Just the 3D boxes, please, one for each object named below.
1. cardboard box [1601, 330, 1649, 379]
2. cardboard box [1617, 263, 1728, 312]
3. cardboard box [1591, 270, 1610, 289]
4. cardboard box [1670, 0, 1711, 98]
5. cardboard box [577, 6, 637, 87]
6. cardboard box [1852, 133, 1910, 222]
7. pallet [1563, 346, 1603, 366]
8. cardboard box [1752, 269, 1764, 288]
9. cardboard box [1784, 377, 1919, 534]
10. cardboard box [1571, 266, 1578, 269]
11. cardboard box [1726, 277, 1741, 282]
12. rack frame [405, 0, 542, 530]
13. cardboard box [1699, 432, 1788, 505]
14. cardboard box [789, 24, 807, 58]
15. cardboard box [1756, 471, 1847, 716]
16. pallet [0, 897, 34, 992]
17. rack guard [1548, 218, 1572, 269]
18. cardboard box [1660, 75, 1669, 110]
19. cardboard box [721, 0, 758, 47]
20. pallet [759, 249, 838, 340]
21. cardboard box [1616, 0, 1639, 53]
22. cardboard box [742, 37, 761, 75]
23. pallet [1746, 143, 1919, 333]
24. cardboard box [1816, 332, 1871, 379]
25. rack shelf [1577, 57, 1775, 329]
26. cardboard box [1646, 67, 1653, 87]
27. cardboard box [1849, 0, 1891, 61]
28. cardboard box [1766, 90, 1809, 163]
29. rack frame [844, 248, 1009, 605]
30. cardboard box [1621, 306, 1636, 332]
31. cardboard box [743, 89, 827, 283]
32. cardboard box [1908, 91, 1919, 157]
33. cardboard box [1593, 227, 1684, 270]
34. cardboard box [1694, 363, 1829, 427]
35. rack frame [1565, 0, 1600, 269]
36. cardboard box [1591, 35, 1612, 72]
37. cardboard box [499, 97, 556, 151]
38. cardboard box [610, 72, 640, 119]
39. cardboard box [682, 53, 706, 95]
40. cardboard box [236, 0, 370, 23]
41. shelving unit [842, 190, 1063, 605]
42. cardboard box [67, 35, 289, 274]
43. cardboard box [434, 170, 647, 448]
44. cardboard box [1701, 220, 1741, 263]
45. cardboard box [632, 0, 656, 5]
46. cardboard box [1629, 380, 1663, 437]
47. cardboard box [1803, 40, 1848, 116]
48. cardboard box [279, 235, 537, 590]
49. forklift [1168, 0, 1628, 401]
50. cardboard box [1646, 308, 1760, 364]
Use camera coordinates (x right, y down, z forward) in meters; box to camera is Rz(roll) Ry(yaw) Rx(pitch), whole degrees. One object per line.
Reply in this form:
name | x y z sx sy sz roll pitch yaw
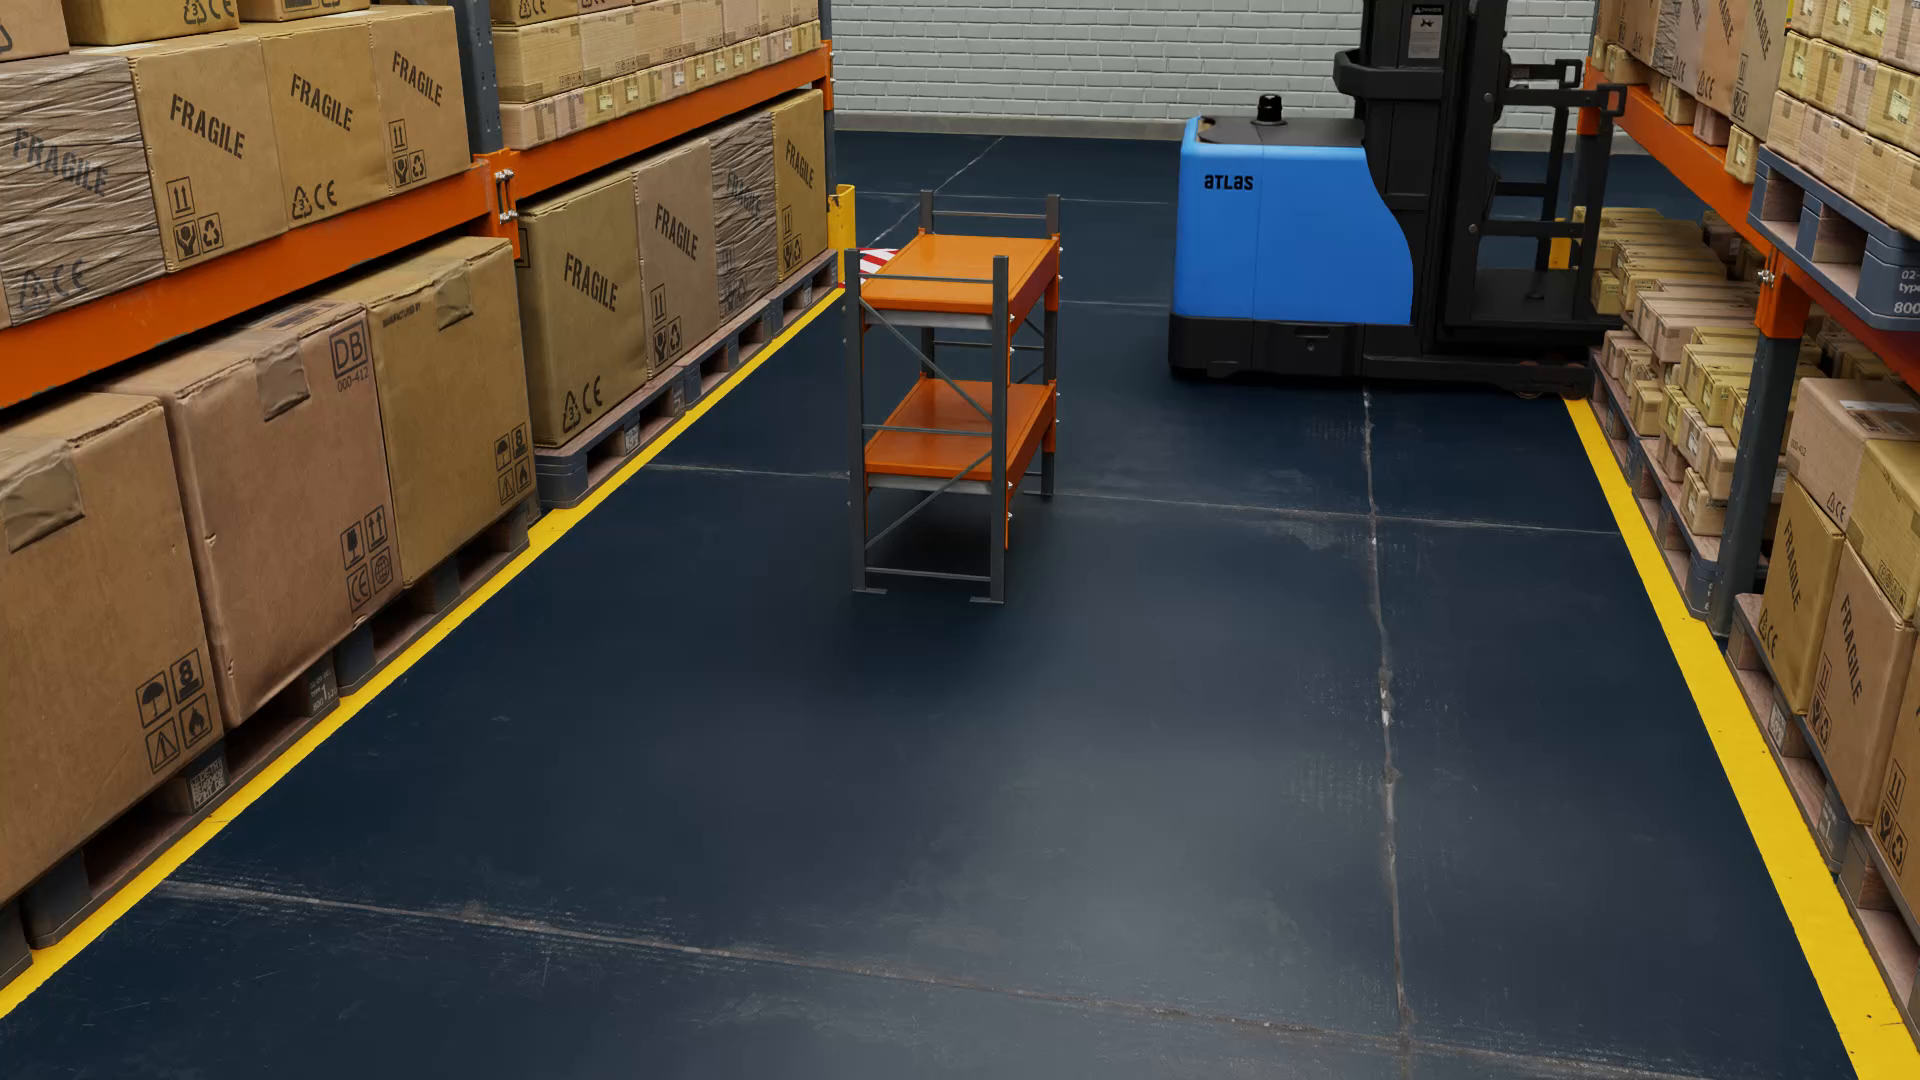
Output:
cardboard box | 2.936 -0.776 7.019 0.380 0.149 0.250 3 22 8
cardboard box | 2.939 -1.034 6.863 0.380 0.149 0.250 5 22 12
cardboard box | 3.158 -1.277 7.864 0.380 0.149 0.250 4 22 11
cardboard box | 2.843 -1.826 5.840 0.500 0.500 0.500 4 22 11
cardboard box | -1.565 -1.888 6.329 0.500 0.250 0.500 4 22 11
cardboard box | 2.123 -0.756 3.489 0.380 0.149 0.250 5 22 11
pallet | 3.411 -0.919 7.852 1.003 0.211 1.213 4 22 11
cardboard box | 3.454 -0.997 6.773 0.380 0.149 0.250 4 22 9
cardboard box | 2.402 -0.204 4.126 0.500 0.250 0.500 3 22 9
cardboard box | 3.207 -1.239 8.170 0.380 0.149 0.250 5 22 12
cardboard box | 3.539 -1.049 7.299 0.380 0.149 0.250 4 22 10
rack frame | -2.024 -1.486 5.529 1.000 3.000 0.127 4 22 11
cardboard box | 2.564 -0.221 5.243 0.380 0.149 0.250 5 22 12
cardboard box | -1.009 -2.582 8.586 0.380 0.149 0.250 5 22 11
cardboard box | 2.401 0.143 4.266 0.500 0.500 0.500 5 23 13
pallet | -2.605 0.987 3.119 1.003 0.211 1.213 4 22 11
rack guard | 3.612 -1.347 8.529 1.175 0.500 0.348 4 22 11
cardboard box | 2.972 -1.750 6.519 0.380 0.149 0.250 5 23 13
cardboard box | -1.254 -2.449 7.721 0.500 0.250 0.500 4 22 9
pallet | -1.294 -1.357 8.941 1.003 0.211 1.213 4 22 11
cardboard box | 3.181 -2.378 7.210 0.500 0.500 0.500 5 22 11
cardboard box | -1.165 -2.304 7.895 0.380 0.149 0.250 4 22 10
pallet | 2.513 -0.714 3.868 1.003 0.211 1.213 4 22 11
cardboard box | 3.233 -0.619 5.834 0.380 0.149 0.250 4 22 10
rack shelf | 3.219 -1.469 6.449 1.077 0.370 4.000 4 22 11
cardboard box | 3.203 -2.028 7.211 0.380 0.149 0.250 6 23 13
cardboard box | 2.175 -1.121 3.599 0.380 0.149 0.250 5 22 11
cardboard box | 2.281 -1.041 4.196 0.380 0.149 0.250 3 22 8
rack frame | -0.102 -0.338 5.188 0.500 1.125 0.032 4 22 11
cardboard box | 3.075 -0.991 7.154 0.380 0.149 0.250 3 22 8
cardboard box | -1.260 -1.918 8.884 0.875 0.875 0.875 4 22 11
cardboard box | 2.072 -0.795 3.189 0.380 0.149 0.250 5 23 13
cardboard box | 3.073 -1.324 7.585 0.380 0.149 0.250 4 22 11
cardboard box | 2.642 -0.466 5.453 0.380 0.149 0.250 5 22 12
rack frame | 3.627 -2.534 8.131 1.000 3.000 0.127 4 22 11
cardboard box | 3.240 -2.324 7.946 0.380 0.149 0.250 4 22 10
cardboard box | -1.638 -1.453 5.782 0.380 0.149 0.250 5 22 11
cardboard box | -1.479 -1.741 6.499 0.380 0.149 0.250 4 22 9
cardboard box | -1.321 -2.023 7.197 0.380 0.149 0.250 4 22 9
cardboard box | -2.146 -1.764 4.741 0.797 0.503 0.637 4 22 10
shelving unit | 0.001 -0.524 5.650 0.538 1.125 1.048 4 22 11
cardboard box | -2.059 -0.969 4.110 0.500 0.500 0.500 4 22 10
cardboard box | -1.811 -0.931 6.432 0.875 0.875 0.875 4 22 11
cardboard box | 3.660 -1.382 7.728 0.380 0.149 0.250 5 22 12
cardboard box | -1.466 -2.428 6.667 0.500 0.500 0.500 4 22 9
cardboard box | 2.769 -0.492 6.313 0.380 0.149 0.250 4 22 11
cardboard box | 2.230 -1.084 3.905 0.380 0.149 0.250 4 22 10
cardboard box | -2.135 -0.460 5.263 1.225 0.875 0.875 5 22 11
forklift | 2.526 -2.189 7.367 3.031 2.935 1.130 3 22 8
cardboard box | 2.780 -0.753 6.165 0.380 0.149 0.250 3 22 8
